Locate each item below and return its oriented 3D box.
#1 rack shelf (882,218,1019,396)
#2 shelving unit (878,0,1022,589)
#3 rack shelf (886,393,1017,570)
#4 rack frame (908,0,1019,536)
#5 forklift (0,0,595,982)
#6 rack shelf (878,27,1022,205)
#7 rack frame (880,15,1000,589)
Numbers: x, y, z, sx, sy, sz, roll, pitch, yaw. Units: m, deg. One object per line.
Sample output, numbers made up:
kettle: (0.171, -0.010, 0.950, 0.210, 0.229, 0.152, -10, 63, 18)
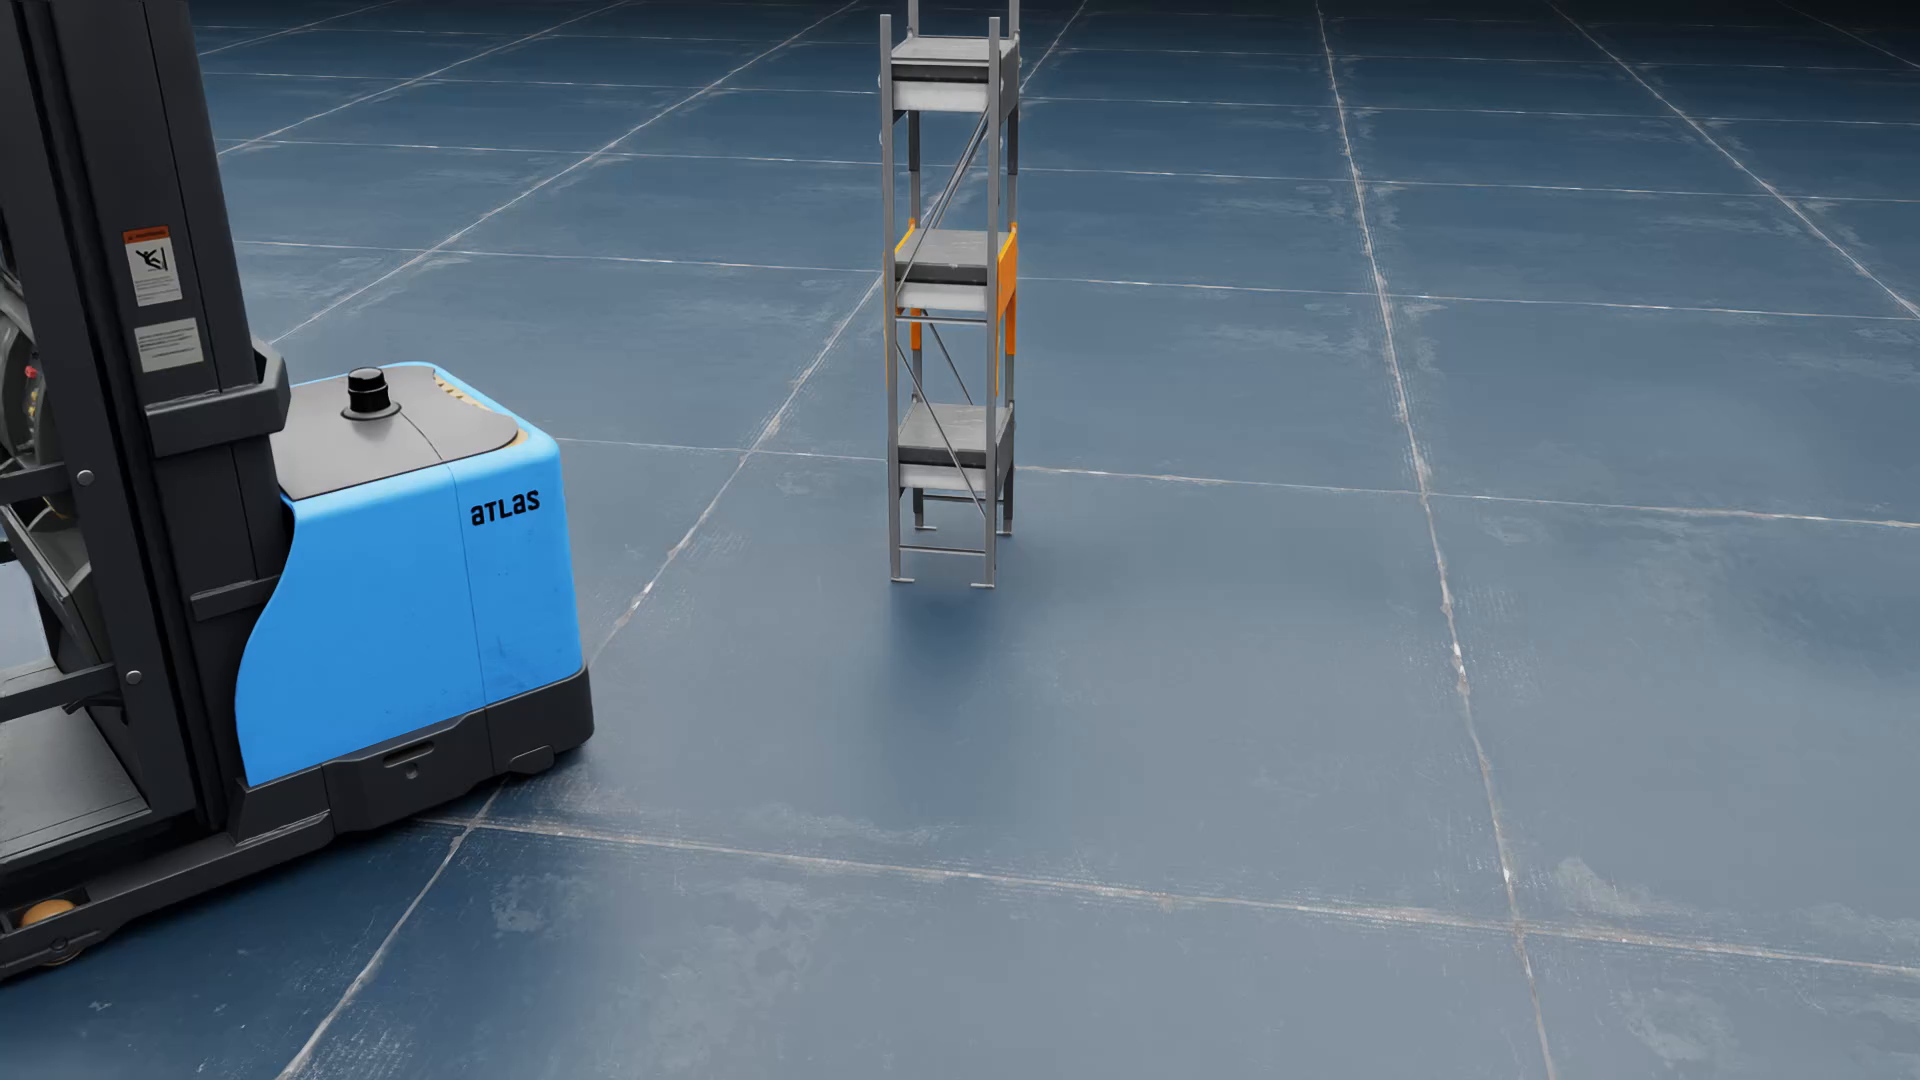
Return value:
rack shelf: (-0.027, -0.869, 6.163, 0.431, 0.518, 0.480, 4, 25, 9)
shelving unit: (-0.027, -0.882, 6.157, 0.431, 2.100, 0.503, 4, 25, 9)
rack shelf: (-0.027, -0.235, 6.459, 0.431, 0.518, 0.480, 4, 25, 9)
rack frame: (0.013, -0.984, 6.375, 0.400, 2.100, 0.015, 4, 25, 9)
forklift: (-2.624, -0.413, 4.175, 3.031, 2.935, 1.130, -19, 31, -35)
rack shelf: (-0.027, -1.503, 5.866, 0.431, 0.518, 0.480, 4, 25, 9)
rack frame: (-0.067, -0.780, 5.939, 0.400, 2.100, 0.015, 4, 25, 9)
